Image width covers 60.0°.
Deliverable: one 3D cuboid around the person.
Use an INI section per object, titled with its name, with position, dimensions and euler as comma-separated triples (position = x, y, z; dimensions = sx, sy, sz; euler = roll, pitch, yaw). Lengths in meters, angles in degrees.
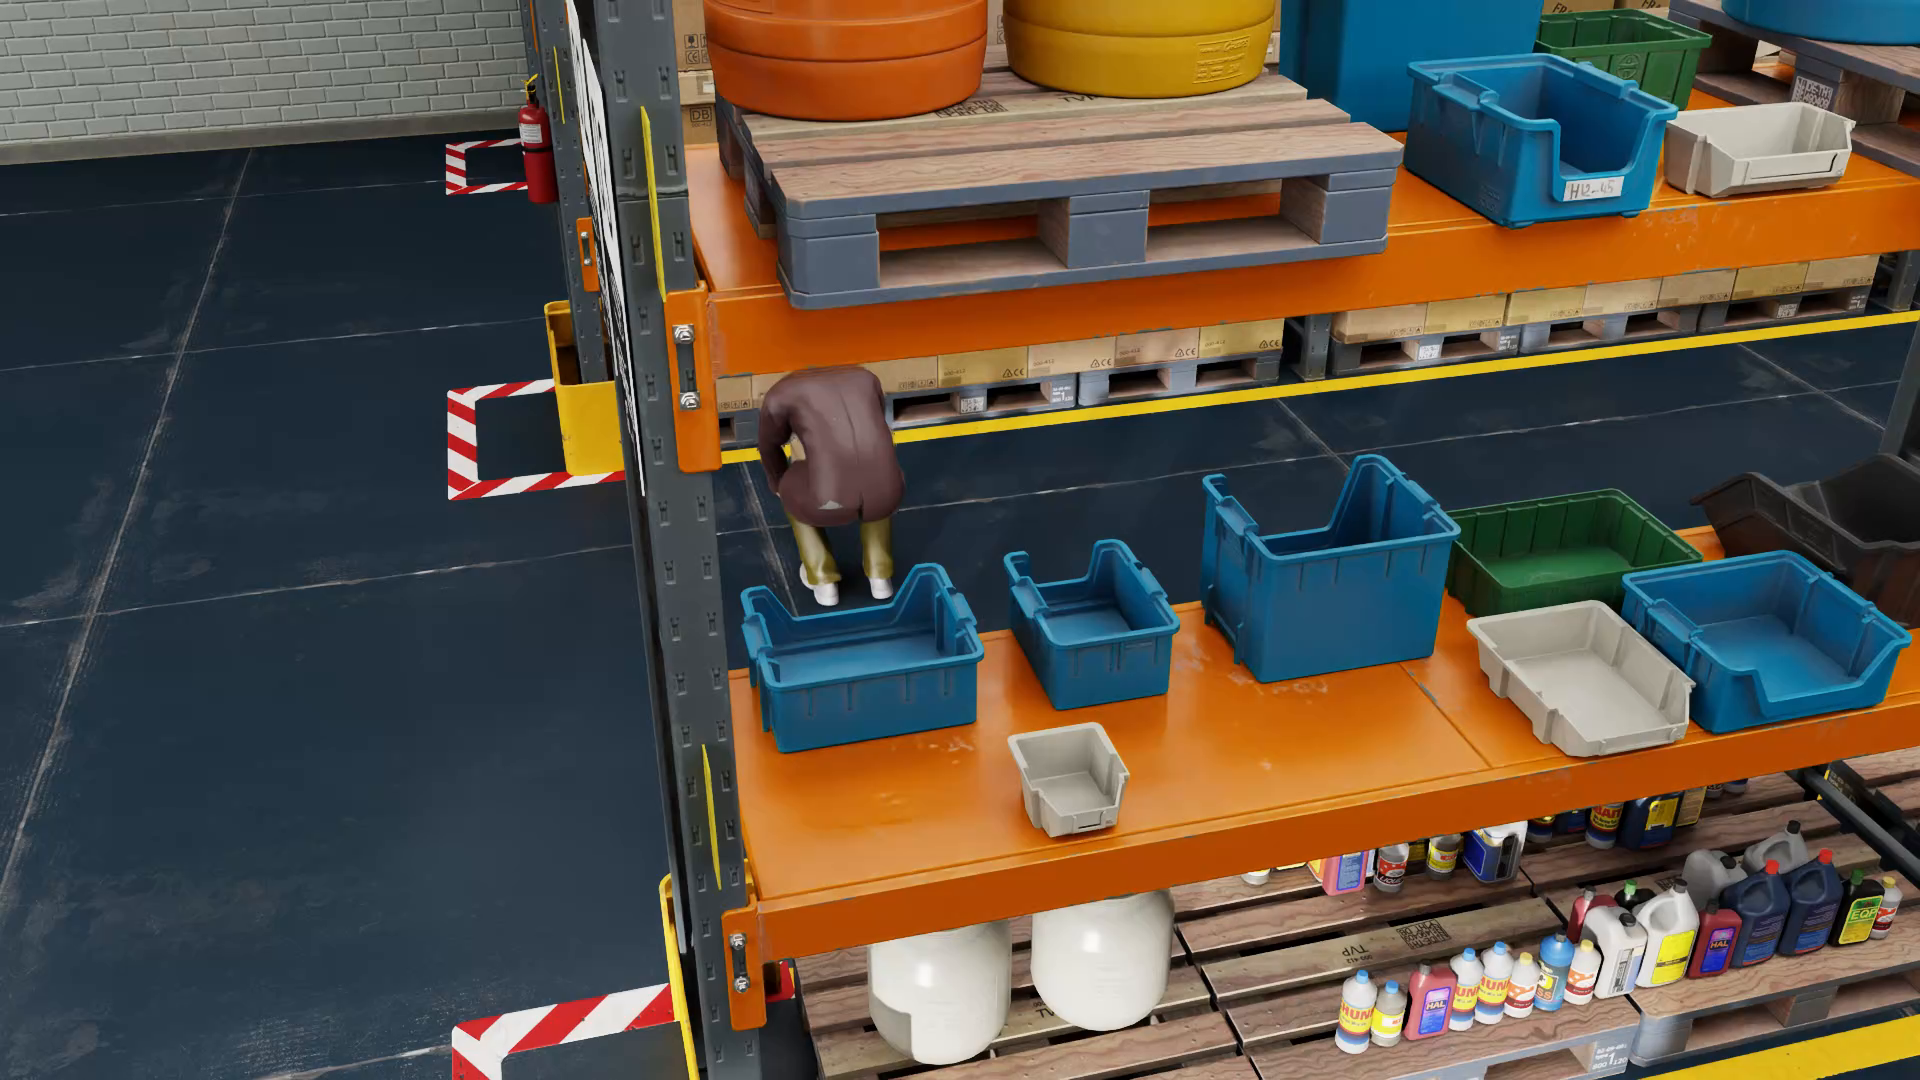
[person]
position = -0.558, -0.316, 7.383
dimensions = 0.616, 1.094, 0.873
euler = -8, 31, -13
